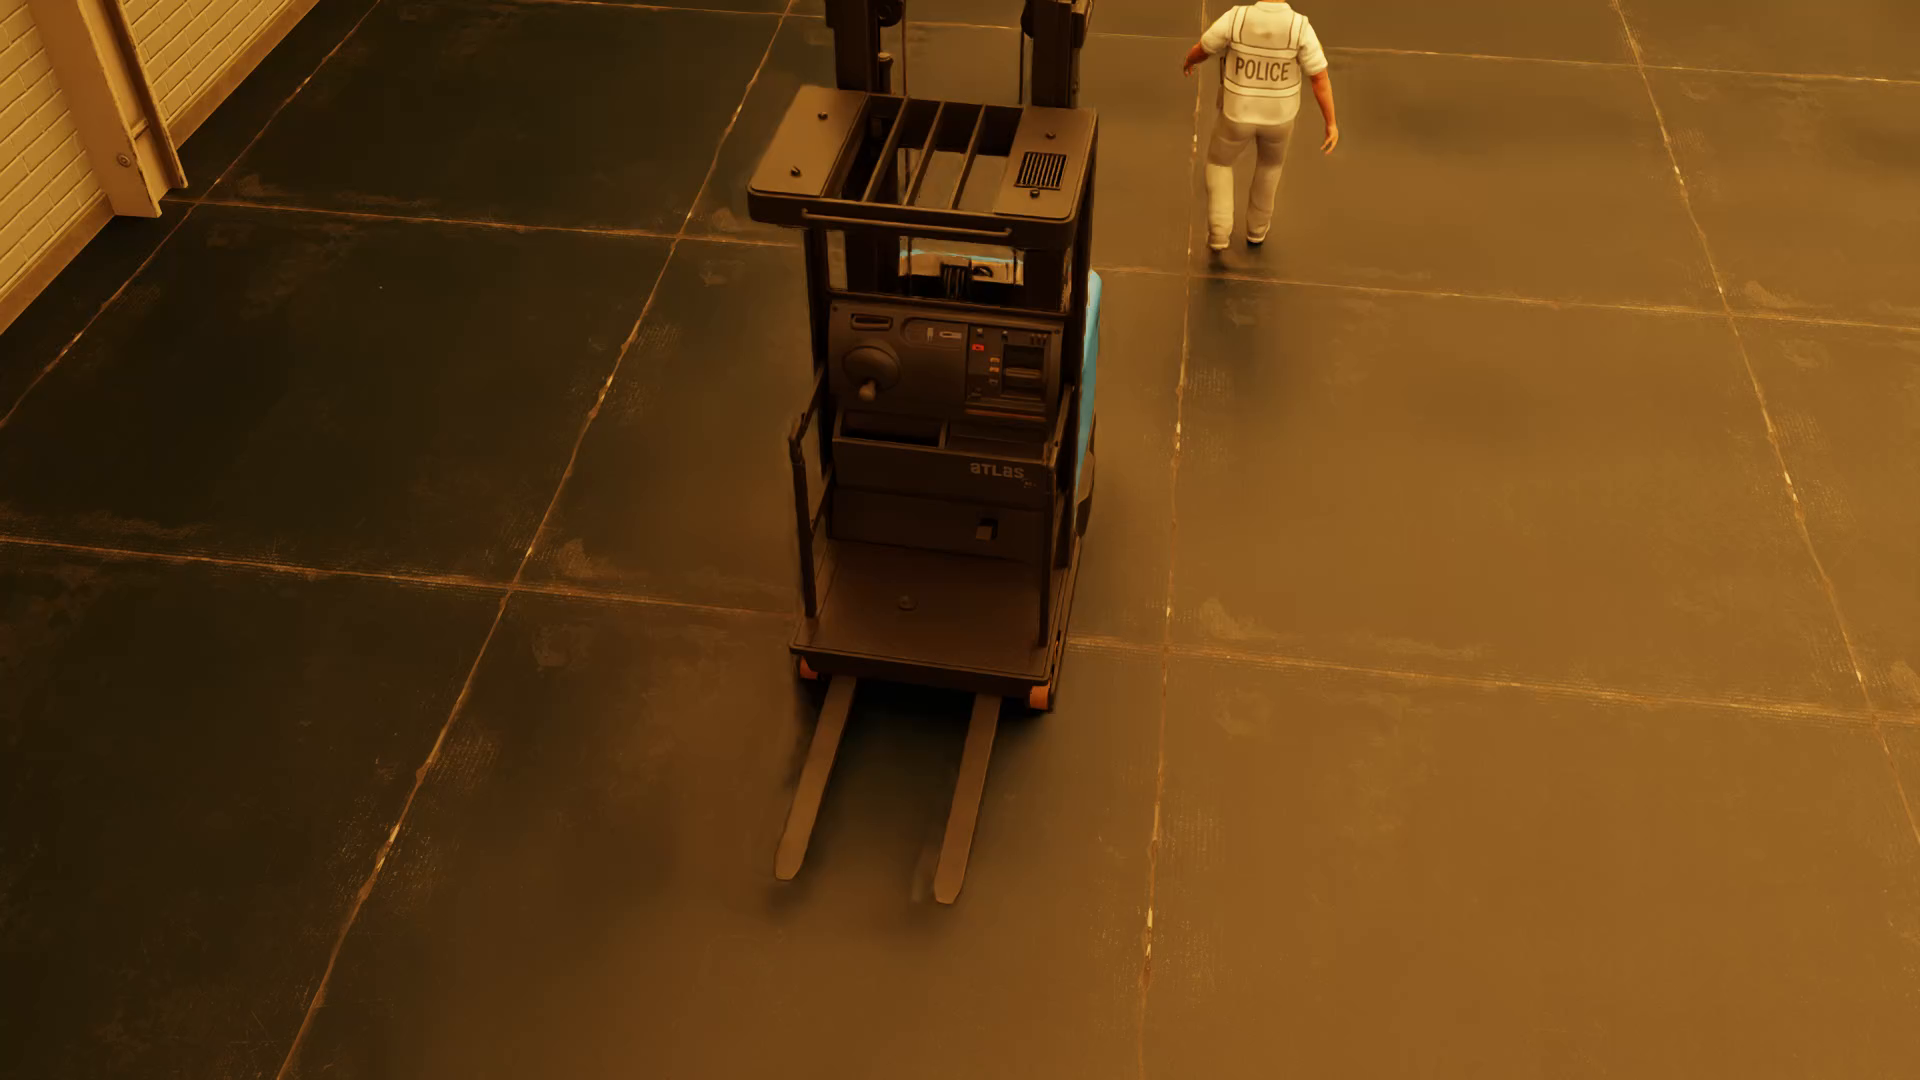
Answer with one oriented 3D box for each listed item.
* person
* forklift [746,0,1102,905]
[{"bbox_3d":[1.658,-2.391,9.223,0.870,1.730,0.680,5,43,6],"label":"person"},{"bbox_3d":[-0.096,-0.625,6.404,1.130,2.935,3.031,7,43,7],"label":"forklift"}]
